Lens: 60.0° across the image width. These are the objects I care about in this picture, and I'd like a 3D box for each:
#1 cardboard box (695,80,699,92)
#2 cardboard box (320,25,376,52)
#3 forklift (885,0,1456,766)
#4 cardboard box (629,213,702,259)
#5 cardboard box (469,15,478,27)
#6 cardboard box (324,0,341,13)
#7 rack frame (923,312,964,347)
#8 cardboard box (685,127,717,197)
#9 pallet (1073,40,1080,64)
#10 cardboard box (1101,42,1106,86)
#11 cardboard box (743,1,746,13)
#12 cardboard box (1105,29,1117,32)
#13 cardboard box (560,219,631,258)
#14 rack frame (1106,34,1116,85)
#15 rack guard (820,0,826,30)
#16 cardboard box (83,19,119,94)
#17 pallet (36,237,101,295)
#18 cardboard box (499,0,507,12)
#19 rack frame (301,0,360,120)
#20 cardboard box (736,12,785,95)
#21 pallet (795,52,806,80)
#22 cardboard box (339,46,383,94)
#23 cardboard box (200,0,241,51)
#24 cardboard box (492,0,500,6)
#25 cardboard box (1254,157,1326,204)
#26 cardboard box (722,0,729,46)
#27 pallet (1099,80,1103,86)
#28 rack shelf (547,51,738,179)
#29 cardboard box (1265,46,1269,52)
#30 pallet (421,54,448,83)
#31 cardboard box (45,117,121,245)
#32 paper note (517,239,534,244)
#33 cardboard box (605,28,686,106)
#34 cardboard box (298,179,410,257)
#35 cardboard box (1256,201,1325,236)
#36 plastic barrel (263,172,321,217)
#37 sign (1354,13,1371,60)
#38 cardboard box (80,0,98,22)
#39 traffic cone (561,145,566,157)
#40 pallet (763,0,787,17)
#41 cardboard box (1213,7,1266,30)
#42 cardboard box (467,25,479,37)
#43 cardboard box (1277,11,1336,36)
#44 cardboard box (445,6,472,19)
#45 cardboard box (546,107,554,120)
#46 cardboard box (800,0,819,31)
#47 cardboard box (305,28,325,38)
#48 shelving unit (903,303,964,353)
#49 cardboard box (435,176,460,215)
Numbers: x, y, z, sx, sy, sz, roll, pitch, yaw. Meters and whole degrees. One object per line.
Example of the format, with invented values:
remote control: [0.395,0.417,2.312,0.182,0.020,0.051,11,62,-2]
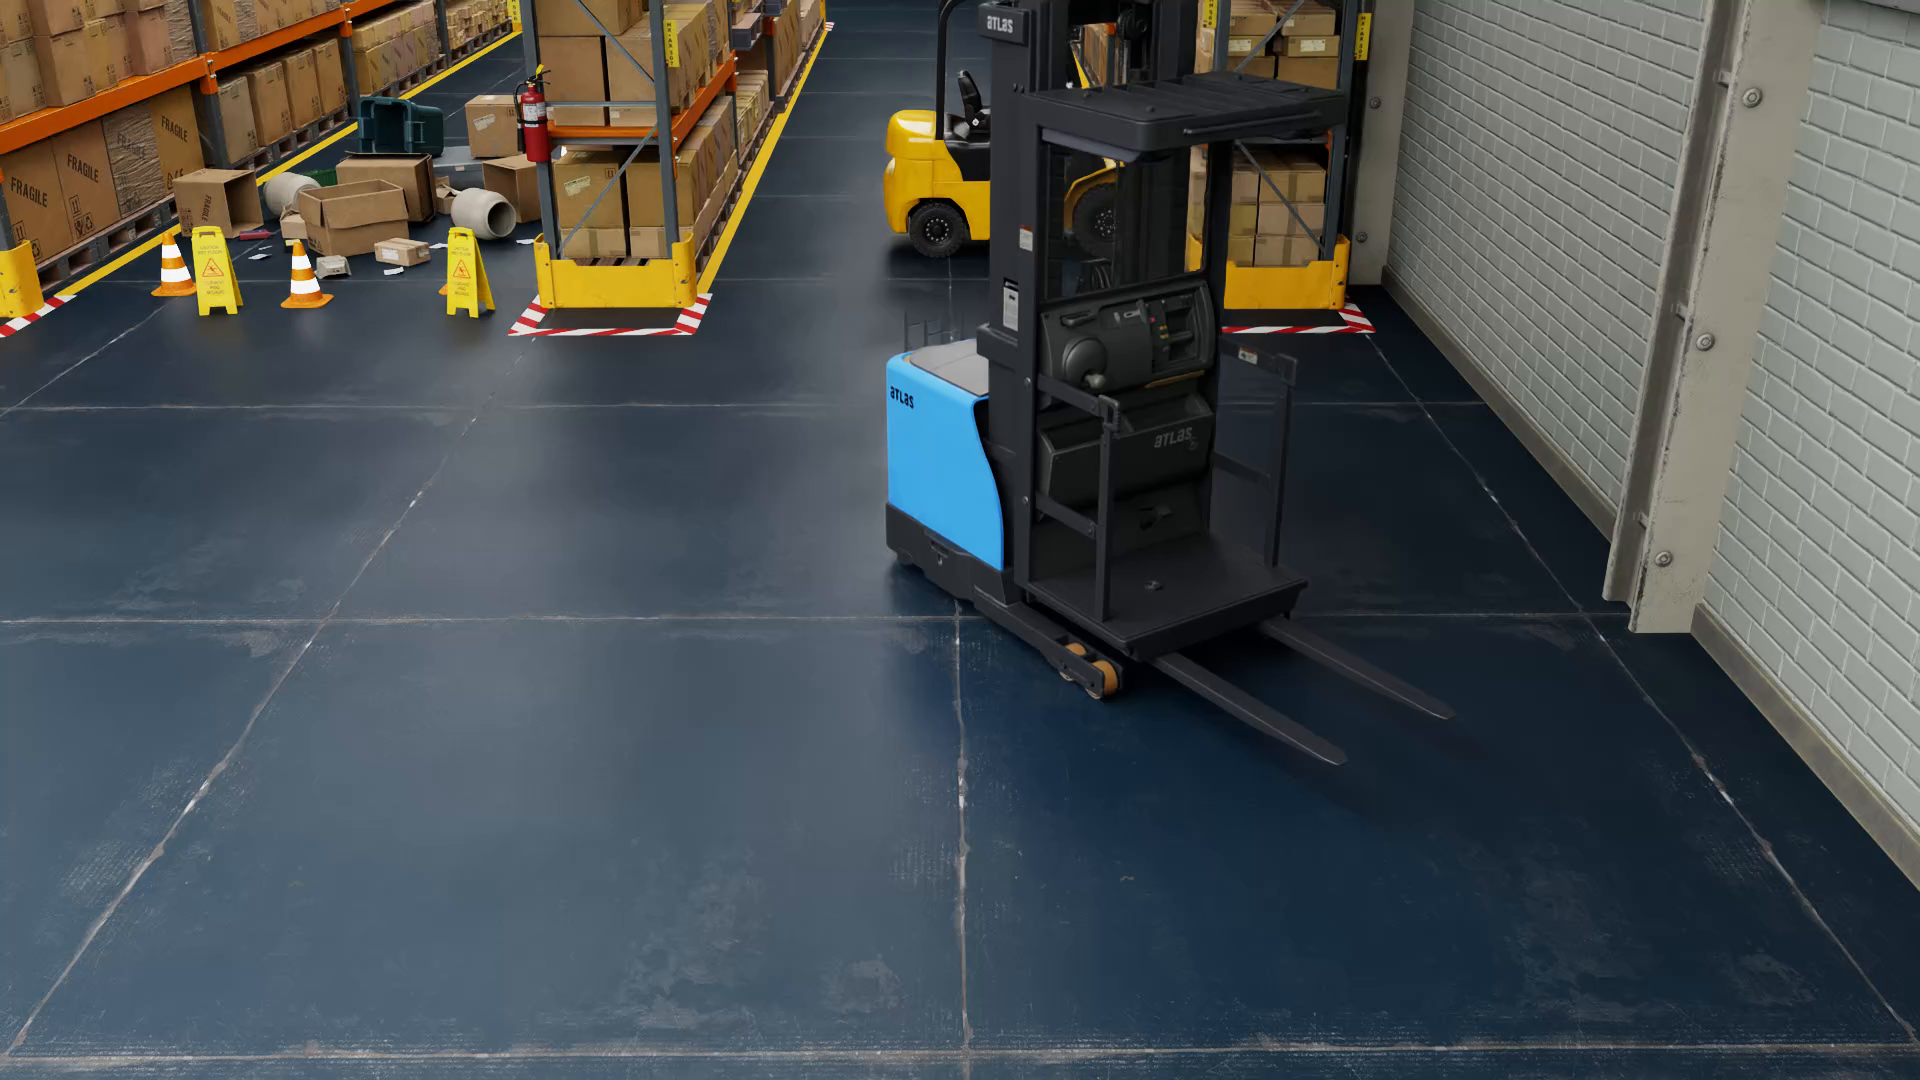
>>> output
cardboard box: [-2.387,-3.841,13.908,0.380,0.149,0.250,-1,24,-2]
cardboard box: [-7.423,-6.084,20.177,0.500,0.250,0.500,-1,24,-3]
forklift: [0.864,-0.869,7.116,1.130,2.935,3.031,-16,29,-31]
cardboard box: [-2.354,-2.445,13.342,0.500,0.250,0.500,0,24,-1]
cardboard box: [-7.435,-7.765,24.868,0.380,0.149,0.250,0,24,-1]
cardboard box: [-7.384,-6.266,18.844,0.500,0.500,0.500,0,24,-1]
rack frame: [-0.080,-0.575,8.563,0.240,1.200,0.006,-16,29,-31]
cardboard box: [-2.362,-3.218,14.143,0.500,0.500,0.500,0,24,0]
pallet: [2.204,-7.153,24.311,1.003,0.211,1.213,0,24,-1]
cardboard box: [2.040,-5.925,20.734,0.500,0.500,0.500,-1,24,-1]
cardboard box: [-2.390,-5.452,16.961,0.380,0.149,0.250,0,24,0]
cardboard box: [2.003,-6.264,20.697,0.380,0.149,0.250,-1,24,-2]
cardboard box: [-2.900,-2.453,13.360,0.500,0.250,0.500,0,24,-1]
rack frame: [2.254,-6.493,19.466,1.000,3.000,0.127,0,24,-1]
rack guard: [-2.797,-8.636,27.239,1.175,0.500,0.348,0,24,-1]
cardboard box: [-7.575,-4.006,13.785,0.875,0.550,0.500,0,24,-1]
pallet: [-7.657,-2.167,13.286,1.003,0.211,1.213,0,24,-1]
cardboard box: [-7.454,-8.513,26.522,0.380,0.149,0.250,-1,24,-2]
rack frame: [-7.658,-6.405,19.272,1.000,3.000,0.127,0,24,-1]
cardboard box: [-2.634,-5.977,20.395,0.875,0.875,0.875,0,24,-1]
pallet: [-2.669,-6.529,22.930,1.003,0.211,1.213,0,24,-1]
cardboard box: [-7.410,-5.750,20.348,0.500,0.500,0.500,-1,24,-3]
cardboard box: [-7.351,-5.020,16.089,0.500,0.500,0.500,0,24,0]
cardboard box: [-7.411,-8.438,25.995,0.380,0.149,0.250,-1,24,-2]
cardboard box: [2.526,-2.789,12.891,0.500,0.250,0.500,-1,24,-1]
cardboard box: [-2.412,-4.820,15.285,0.500,0.500,0.500,-1,24,-2]
pallet: [2.284,-5.530,20.721,1.003,0.211,1.213,0,24,-1]
rack shelf: [-2.644,-3.669,14.095,1.077,0.370,4.000,0,24,-1]
cardboard box: [2.586,-3.662,13.085,0.500,0.500,0.500,0,24,1]
pallet: [-7.691,-6.462,22.782,1.003,0.211,1.213,0,24,-1]
cardboard box: [-7.656,-2.974,13.753,0.875,0.875,0.875,-1,24,-1]
paper note: [-3.777,-2.602,14.466,0.142,0.019,0.148,-9,26,-19]
cardboard box: [-2.350,-3.550,12.477,0.500,0.500,0.500,-1,24,-1]
cardboard box: [-5.173,-2.747,14.214,0.797,0.503,0.637,-19,31,-36]
cardboard box: [2.544,-2.557,12.985,0.500,0.250,0.500,0,24,0]
plastic barrel: [-6.068,-3.122,15.140,0.512,0.421,0.421,19,30,35]
sign: [2.897,-3.627,11.983,0.100,0.325,0.005,0,24,-1]
cardboard box: [-7.640,-4.497,13.562,0.875,0.550,0.500,0,24,-1]
traffic cone: [-4.079,-4.170,17.408,0.336,0.463,0.334,0,24,-1]
pallet: [-2.595,-6.088,18.805,1.213,0.211,1.003,0,24,-1]
cardboard box: [2.093,-3.921,12.510,0.380,0.149,0.250,0,24,0]
cardboard box: [-7.439,-7.632,24.934,0.380,0.149,0.250,-1,24,-2]
cardboard box: [2.551,-3.812,12.270,0.380,0.149,0.250,-1,24,-2]
cardboard box: [-7.440,-7.790,24.562,0.380,0.149,0.250,0,24,1]
cardboard box: [-2.954,-3.315,12.745,0.380,0.149,0.250,-1,24,-1]
cardboard box: [-2.671,-8.141,25.709,0.875,0.438,0.875,0,24,1]
cardboard box: [-7.927,-6.080,20.167,0.500,0.250,0.500,-1,24,-2]
shelving unit: [-0.131,-0.606,8.632,0.258,1.200,0.189,-16,29,-31]
cardboard box: [-4.803,-3.230,15.569,0.258,0.266,0.396,-19,31,-36]
